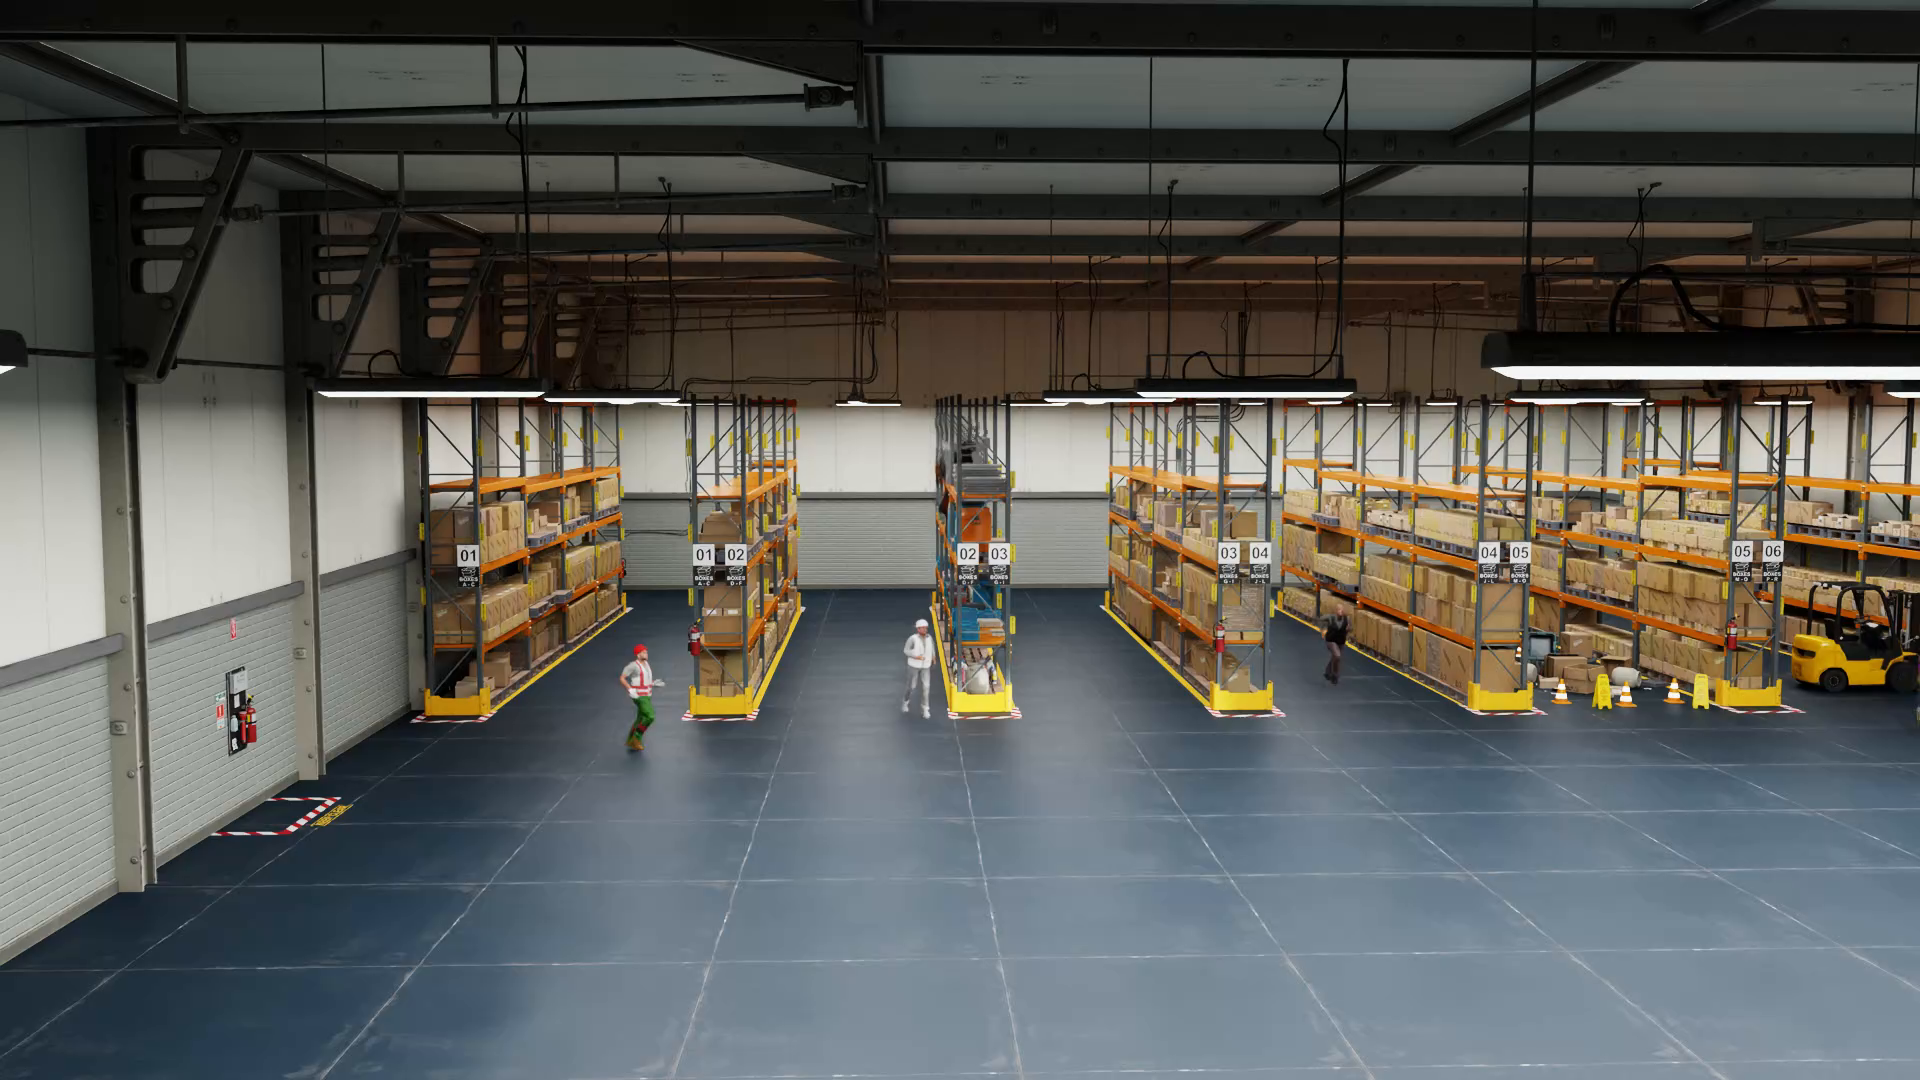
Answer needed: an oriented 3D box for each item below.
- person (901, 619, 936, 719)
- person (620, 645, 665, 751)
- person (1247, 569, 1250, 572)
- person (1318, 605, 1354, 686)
[{"bbox_3d":[-0.738,2.387,31.097,0.690,1.819,0.837,-2,5,-24],"label":"person"},{"bbox_3d":[-5.316,2.640,27.909,0.674,1.773,0.633,1,5,17],"label":"person"},{"bbox_3d":[8.688,1.033,48.642,0.679,1.764,0.802,3,6,36],"label":"person"},{"bbox_3d":[7.794,2.163,34.547,0.647,1.694,0.926,-1,5,-15],"label":"person"}]
